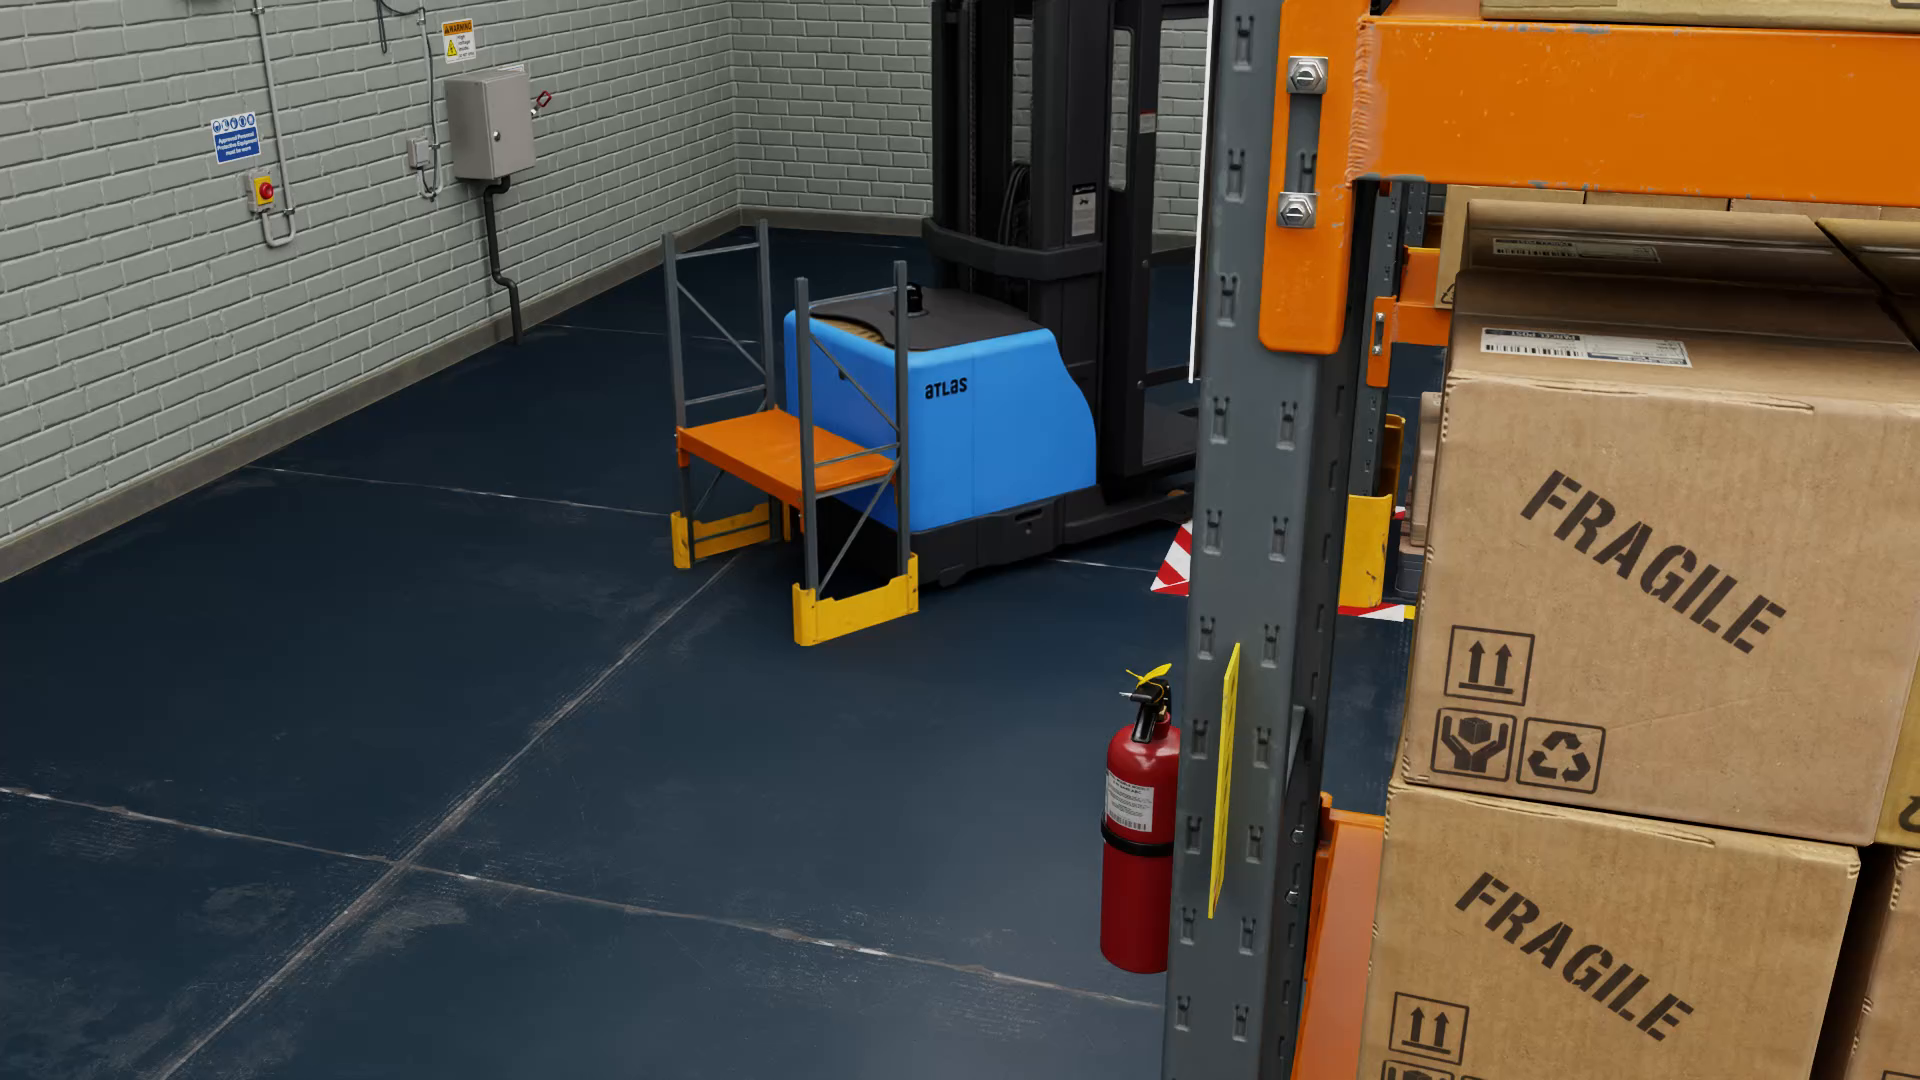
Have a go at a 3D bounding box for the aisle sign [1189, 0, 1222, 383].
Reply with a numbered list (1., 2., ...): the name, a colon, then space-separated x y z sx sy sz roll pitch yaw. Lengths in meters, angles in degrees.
1. aisle sign: 0.314 -0.611 1.882 0.004 0.787 0.394 7 23 16

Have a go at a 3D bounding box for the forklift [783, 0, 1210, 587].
1. forklift: 0.684 -1.576 7.750 3.031 2.935 1.130 -15 27 -33

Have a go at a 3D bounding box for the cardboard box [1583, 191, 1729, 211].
1. cardboard box: 2.673 -1.163 6.521 0.500 0.500 0.500 6 23 15

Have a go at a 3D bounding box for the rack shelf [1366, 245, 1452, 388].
1. rack shelf: 3.719 -0.767 6.635 4.000 0.370 1.077 7 23 16

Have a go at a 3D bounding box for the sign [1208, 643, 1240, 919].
1. sign: 0.314 0.287 1.976 0.005 0.325 0.100 7 23 16

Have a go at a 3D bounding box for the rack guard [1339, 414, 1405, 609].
1. rack guard: 1.781 -0.165 7.514 0.348 0.500 1.175 7 23 16

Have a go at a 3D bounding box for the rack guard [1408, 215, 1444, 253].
1. rack guard: 3.307 -1.958 11.884 0.348 0.500 1.175 7 23 16

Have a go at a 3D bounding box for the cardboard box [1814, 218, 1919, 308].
1. cardboard box: 1.466 -0.140 2.319 0.500 0.500 0.500 6 23 14

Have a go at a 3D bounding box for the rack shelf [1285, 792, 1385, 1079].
1. rack shelf: 2.386 1.043 2.223 4.000 0.370 1.077 7 23 16

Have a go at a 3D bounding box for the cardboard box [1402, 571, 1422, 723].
1. cardboard box: 0.975 0.263 2.654 0.500 0.500 0.500 7 23 17

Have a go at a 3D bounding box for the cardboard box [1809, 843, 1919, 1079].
1. cardboard box: 1.341 0.506 2.061 0.500 0.500 0.500 7 23 16

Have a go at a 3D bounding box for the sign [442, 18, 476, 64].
1. sign: -3.069 -3.060 10.190 0.001 0.242 0.339 7 23 16

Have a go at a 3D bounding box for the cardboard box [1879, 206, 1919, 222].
1. cardboard box: 3.639 -1.052 6.250 0.500 0.500 0.500 7 23 17

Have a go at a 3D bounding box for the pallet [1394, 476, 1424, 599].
1. pallet: 2.592 0.031 7.418 1.213 0.211 1.003 7 23 16

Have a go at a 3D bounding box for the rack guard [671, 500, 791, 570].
1. rack guard: -1.038 -0.058 7.582 0.587 0.250 0.087 -17 28 -35

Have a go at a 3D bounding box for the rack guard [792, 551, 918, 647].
1. rack guard: -0.424 0.239 6.857 0.587 0.250 0.087 -17 28 -35

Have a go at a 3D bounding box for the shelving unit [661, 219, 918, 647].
1. shelving unit: -0.731 -0.488 6.982 0.587 1.500 1.083 -17 28 -35

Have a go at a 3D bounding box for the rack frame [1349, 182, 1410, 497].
1. rack frame: 1.804 -1.319 7.033 0.127 3.000 1.000 7 23 16

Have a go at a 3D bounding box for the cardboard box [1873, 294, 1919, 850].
1. cardboard box: 1.309 0.043 1.872 0.500 0.500 0.500 7 23 17

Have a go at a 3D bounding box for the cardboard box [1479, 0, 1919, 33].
1. cardboard box: 0.827 -0.686 1.734 0.500 0.250 0.500 7 23 17

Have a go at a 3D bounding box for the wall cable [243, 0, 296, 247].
1. wall cable: -3.601 -2.413 8.320 0.123 1.953 0.585 7 23 16

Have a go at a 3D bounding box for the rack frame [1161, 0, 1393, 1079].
1. rack frame: 0.470 0.492 2.618 0.053 2.616 0.949 7 23 16

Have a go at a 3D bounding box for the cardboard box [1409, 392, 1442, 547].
1. cardboard box: 2.465 -0.292 7.351 0.875 0.438 0.875 6 23 14

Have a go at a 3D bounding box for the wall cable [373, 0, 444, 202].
1. wall cable: -3.203 -2.915 9.585 0.122 1.984 0.588 7 23 16

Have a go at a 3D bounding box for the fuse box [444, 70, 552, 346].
1. fuse box: -2.855 -2.080 10.585 0.414 1.711 0.539 7 23 16

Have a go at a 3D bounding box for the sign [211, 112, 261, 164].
1. sign: -3.674 -2.043 8.441 0.001 0.218 0.327 7 23 16

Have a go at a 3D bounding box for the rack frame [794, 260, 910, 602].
1. rack frame: -0.412 -0.333 6.605 0.500 1.500 0.032 -17 28 -35

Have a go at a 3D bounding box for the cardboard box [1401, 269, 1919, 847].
1. cardboard box: 0.824 -0.010 2.001 0.500 0.500 0.500 6 23 15

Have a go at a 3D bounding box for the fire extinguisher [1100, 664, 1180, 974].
1. fire extinguisher: 0.363 0.504 3.183 0.183 0.674 0.296 7 23 16

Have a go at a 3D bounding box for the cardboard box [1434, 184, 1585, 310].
1. cardboard box: 2.181 -1.208 6.631 0.500 0.500 0.500 6 23 15

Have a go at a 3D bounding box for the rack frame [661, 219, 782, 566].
1. rack frame: -1.039 -0.637 7.346 0.500 1.500 0.032 -17 28 -35

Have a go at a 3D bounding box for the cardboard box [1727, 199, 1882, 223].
1. cardboard box: 3.155 -1.101 6.369 0.500 0.500 0.500 6 23 15

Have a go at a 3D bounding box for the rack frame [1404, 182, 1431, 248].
1. rack frame: 3.234 -3.123 11.430 0.127 3.000 1.000 7 23 16

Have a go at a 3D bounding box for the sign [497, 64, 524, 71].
1. sign: -2.910 -2.834 10.851 0.001 0.494 0.329 7 23 16

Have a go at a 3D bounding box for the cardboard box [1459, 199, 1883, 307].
1. cardboard box: 0.981 -0.196 2.454 0.500 0.500 0.500 6 23 14

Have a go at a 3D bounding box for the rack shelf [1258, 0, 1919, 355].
1. rack shelf: 2.386 -0.345 1.654 4.000 0.370 1.077 7 23 16

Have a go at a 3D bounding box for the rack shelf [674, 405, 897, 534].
1. rack shelf: -0.726 -0.318 7.044 0.538 0.185 1.000 -17 28 -35

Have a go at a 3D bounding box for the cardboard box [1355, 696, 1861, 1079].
1. cardboard box: 0.821 0.456 2.181 0.500 0.500 0.500 8 24 18
